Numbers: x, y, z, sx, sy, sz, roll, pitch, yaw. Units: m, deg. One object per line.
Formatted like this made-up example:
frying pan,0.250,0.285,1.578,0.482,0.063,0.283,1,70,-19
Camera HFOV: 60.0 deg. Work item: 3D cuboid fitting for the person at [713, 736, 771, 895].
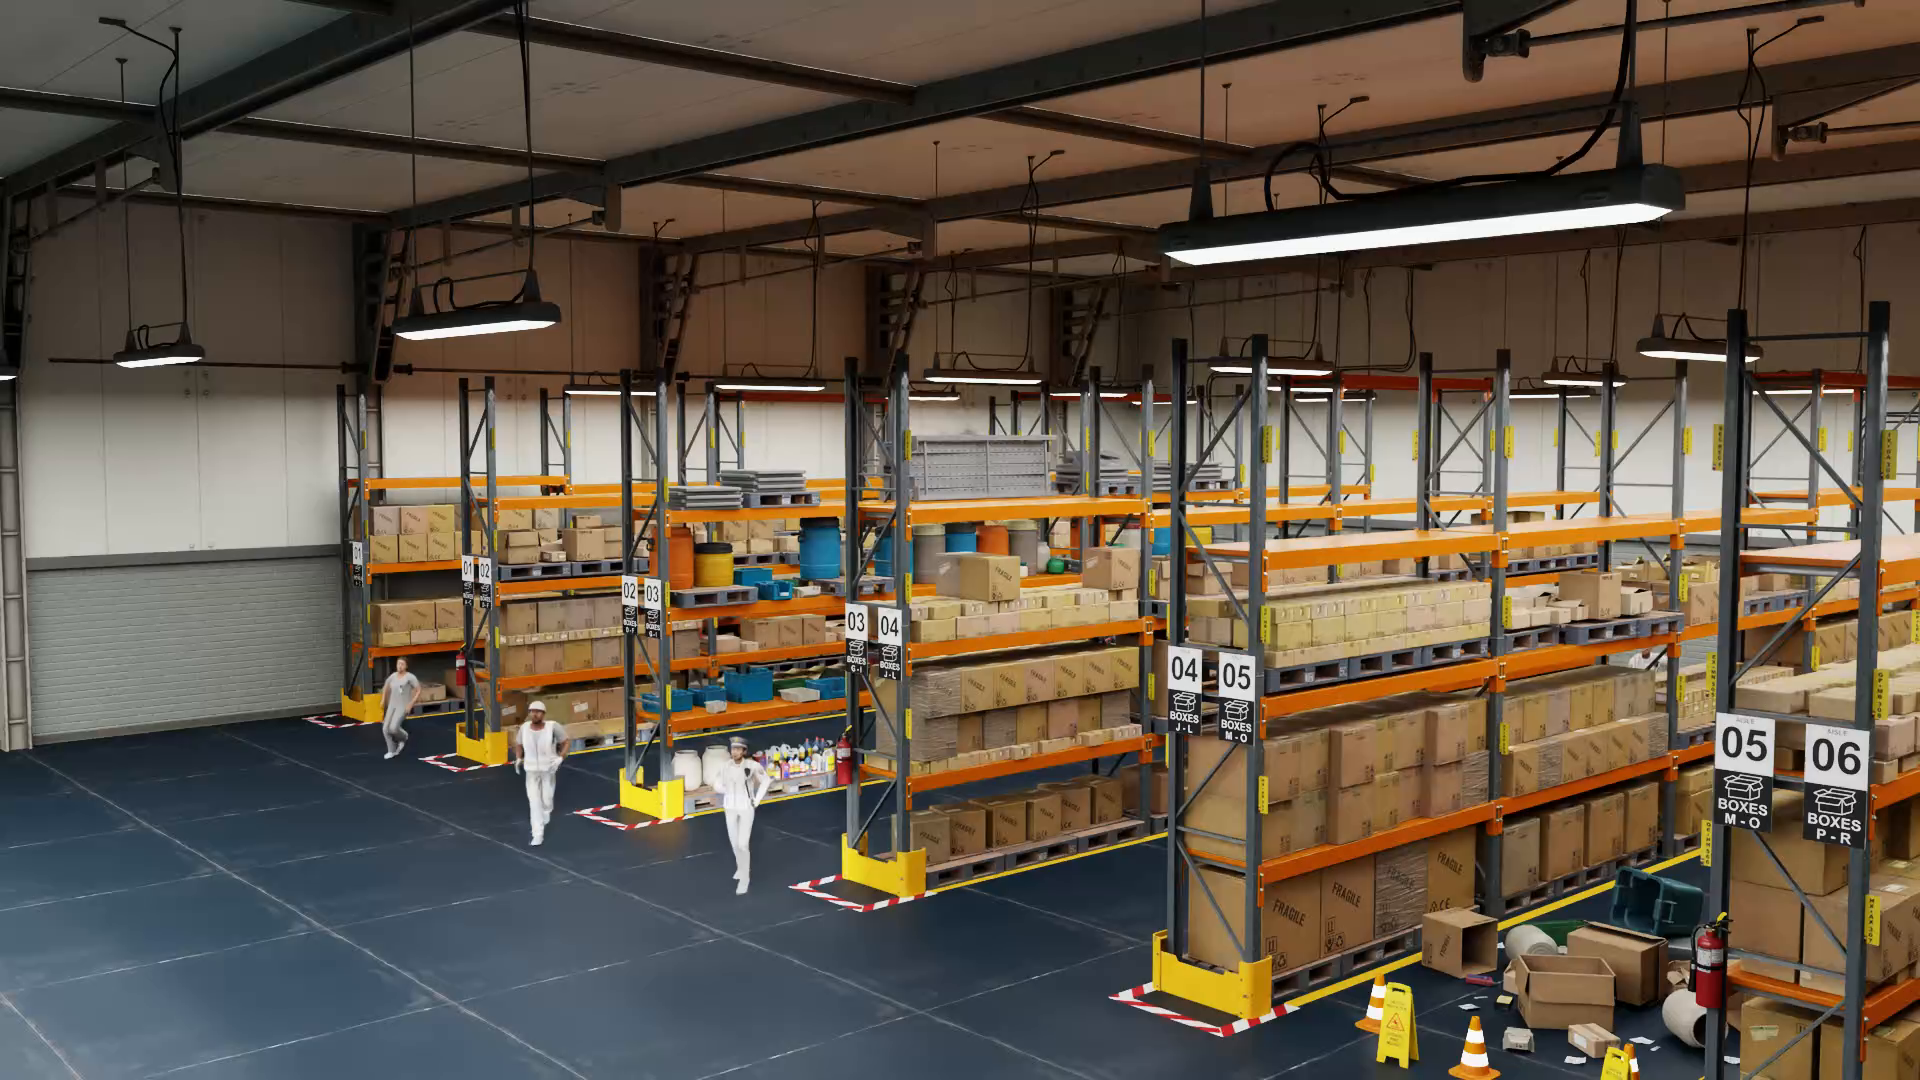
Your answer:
person,-2.505,3.089,18.833,0.578,1.778,0.671,1,4,15

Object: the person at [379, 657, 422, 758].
person,-8.856,2.647,26.275,0.617,1.626,0.533,1,4,15

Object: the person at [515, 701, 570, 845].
person,-5.267,2.897,20.980,0.694,1.776,0.829,0,4,-2

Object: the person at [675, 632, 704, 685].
person,-5.104,2.262,31.397,0.669,1.679,0.752,3,5,38

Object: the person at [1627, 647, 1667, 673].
person,11.408,2.507,27.523,0.682,1.798,0.929,3,5,40
